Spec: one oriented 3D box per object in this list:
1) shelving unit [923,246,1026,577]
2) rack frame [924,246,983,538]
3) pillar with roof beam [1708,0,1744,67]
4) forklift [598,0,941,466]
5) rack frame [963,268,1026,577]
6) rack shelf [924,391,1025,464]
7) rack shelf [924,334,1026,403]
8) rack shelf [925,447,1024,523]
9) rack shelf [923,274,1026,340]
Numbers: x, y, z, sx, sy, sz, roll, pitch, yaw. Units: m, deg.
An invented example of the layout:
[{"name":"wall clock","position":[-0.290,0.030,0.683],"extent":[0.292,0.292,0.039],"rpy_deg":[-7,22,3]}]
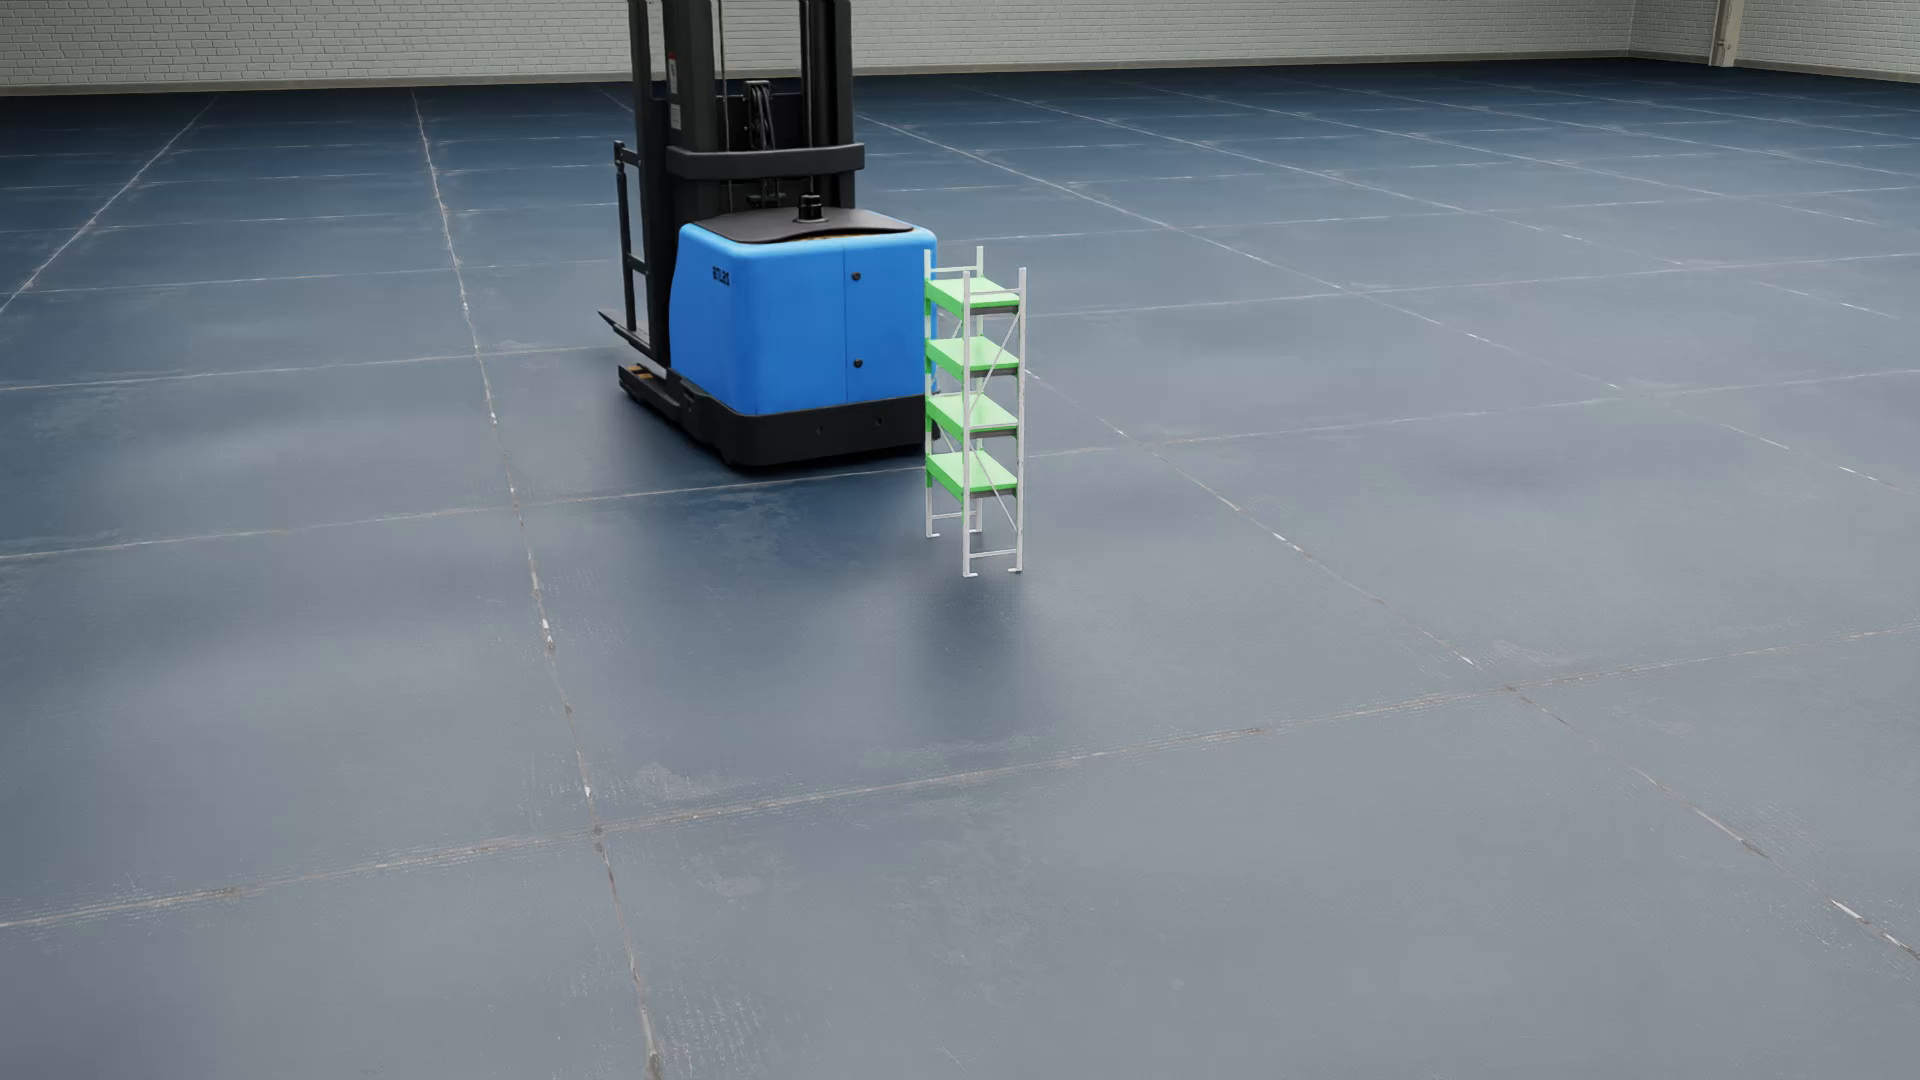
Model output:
[{"name":"shelving unit","position":[0.052,-0.512,6.566],"extent":[0.258,1.200,0.503],"rpy_deg":[-6,21,-17]},{"name":"rack frame","position":[-0.025,-0.590,6.784],"extent":[0.240,1.200,0.015],"rpy_deg":[-6,21,-17]},{"name":"pillar with roof beam","position":[11.267,-13.340,30.743],"extent":[9.100,9.000,0.400],"rpy_deg":[-6,21,-17]},{"name":"forklift","position":[-1.217,-2.174,8.633],"extent":[1.130,2.935,3.031],"rpy_deg":[-10,22,-26]},{"name":"rack frame","position":[0.129,-0.433,6.348],"extent":[0.240,1.200,0.015],"rpy_deg":[-6,21,-17]},{"name":"rack shelf","position":[0.052,-0.451,6.587],"extent":[0.258,0.148,0.480],"rpy_deg":[-6,21,-17]},{"name":"rack shelf","position":[0.052,-0.677,6.506],"extent":[0.258,0.148,0.480],"rpy_deg":[-6,21,-17]},{"name":"rack shelf","position":[0.052,-0.226,6.669],"extent":[0.258,0.148,0.480],"rpy_deg":[-6,21,-17]},{"name":"rack shelf","position":[0.052,-0.903,6.425],"extent":[0.258,0.148,0.480],"rpy_deg":[-6,21,-17]}]
